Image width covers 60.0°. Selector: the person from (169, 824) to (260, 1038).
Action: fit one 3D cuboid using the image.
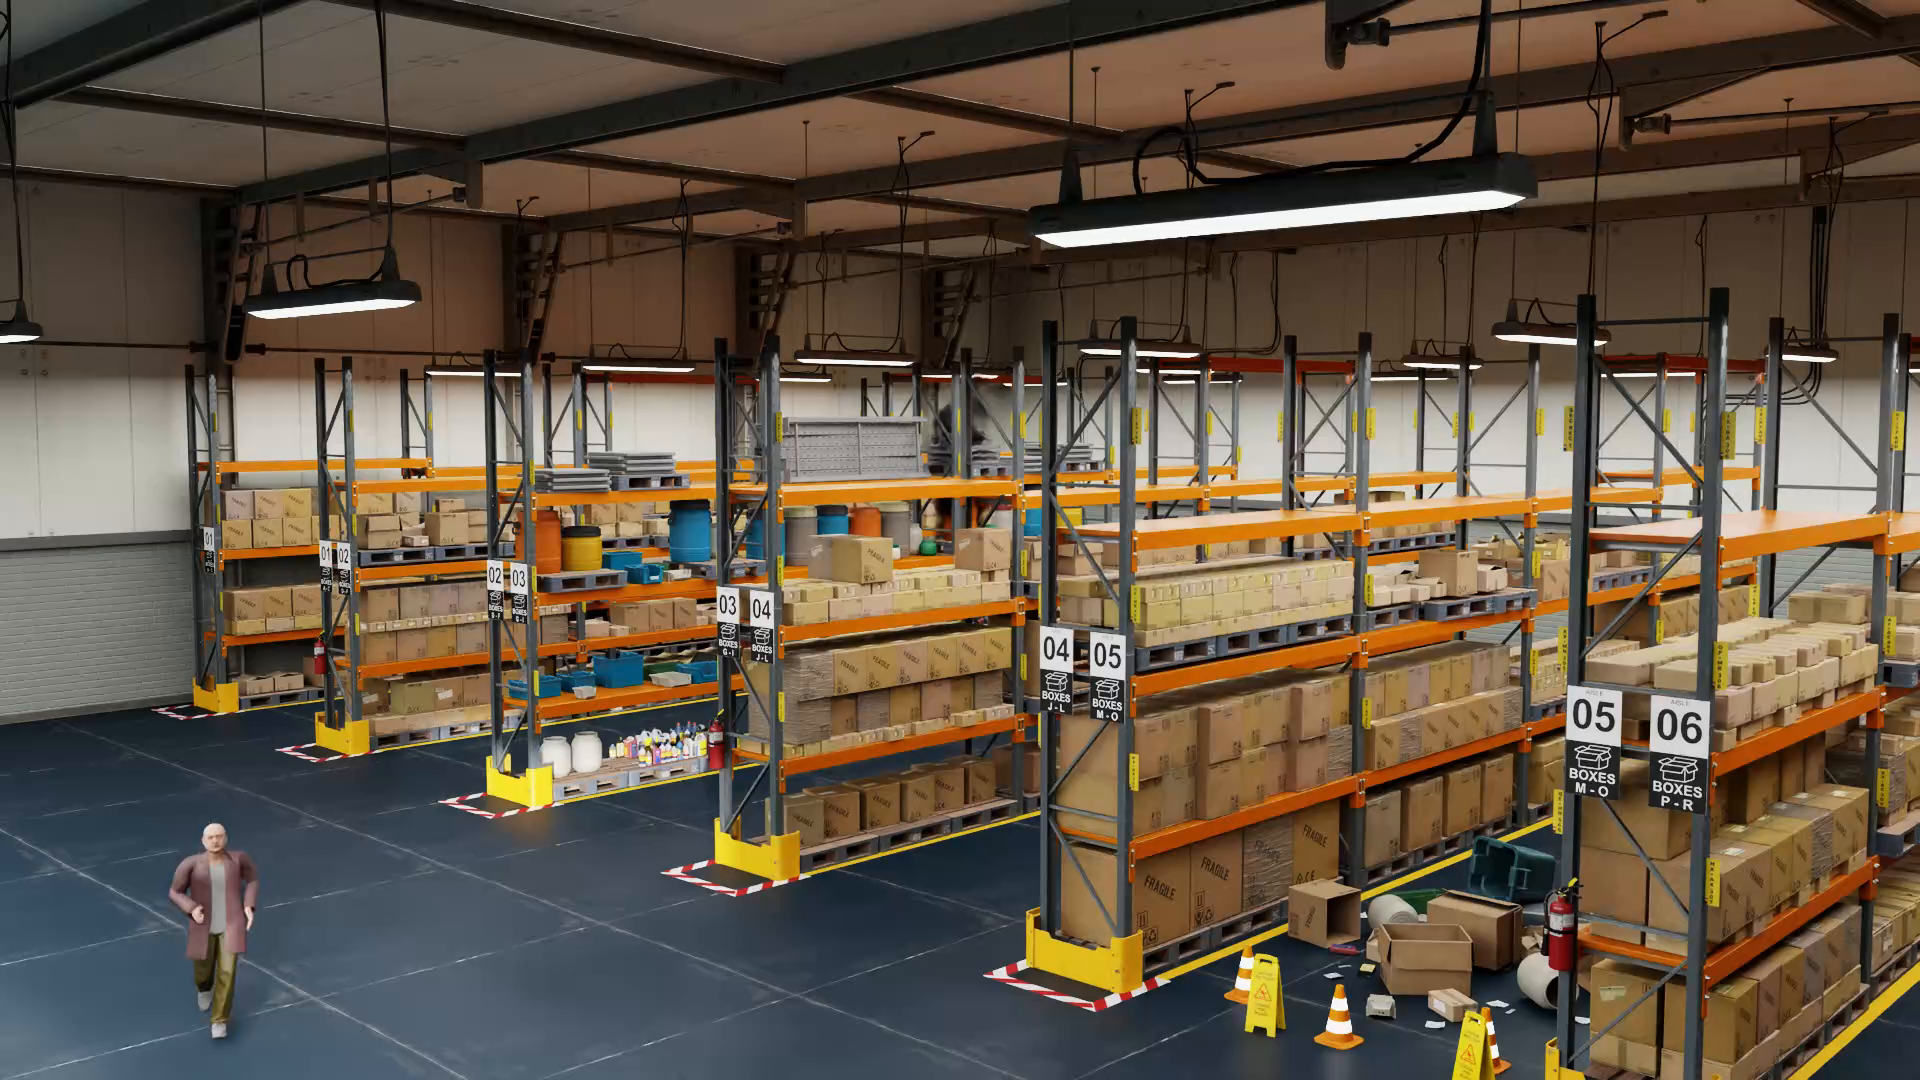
[{"bbox_3d":[-6.226,3.226,13.930,0.709,1.737,0.757,-2,5,-27],"label":"person"}]
